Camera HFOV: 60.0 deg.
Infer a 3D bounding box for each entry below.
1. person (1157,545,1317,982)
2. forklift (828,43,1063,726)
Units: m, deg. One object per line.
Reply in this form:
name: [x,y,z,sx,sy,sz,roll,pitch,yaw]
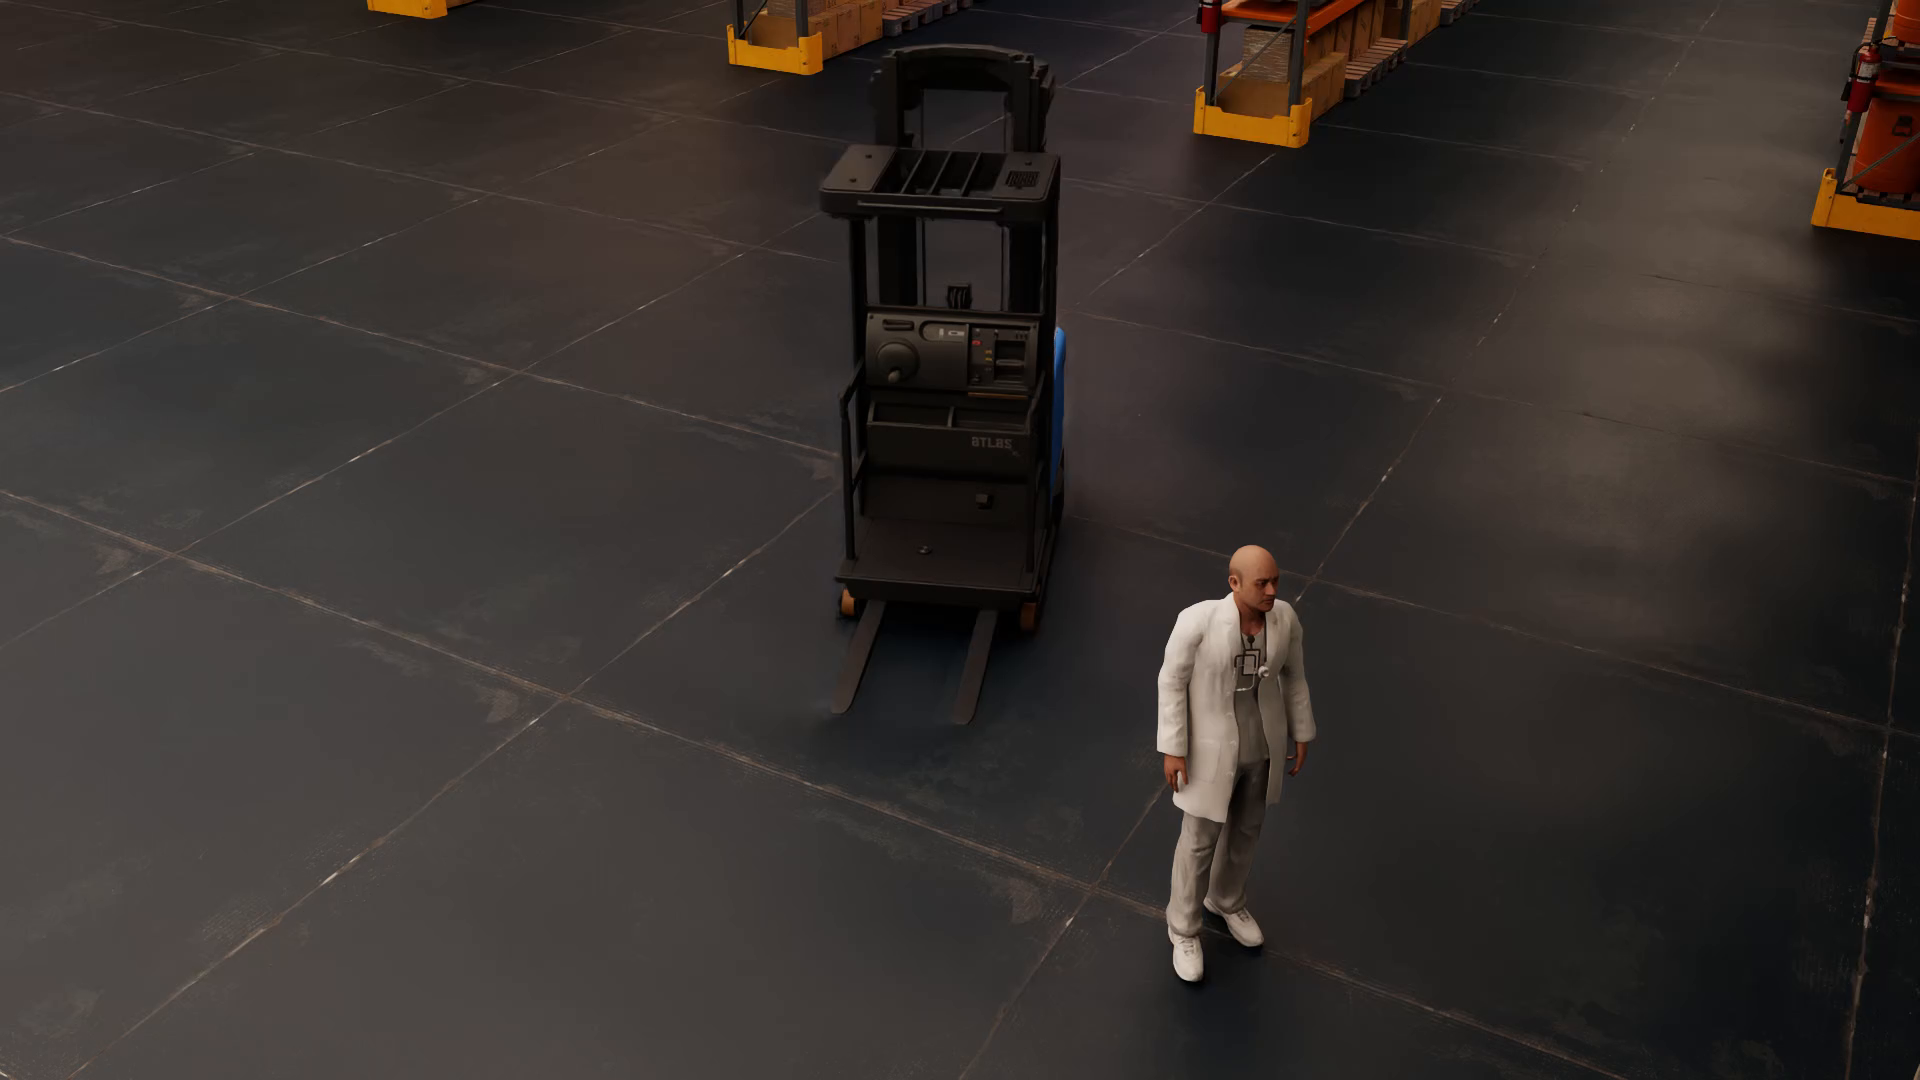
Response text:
person: [1.142,0.885,6.678,0.694,1.775,0.581,-9,31,-15]
forklift: [-0.046,-0.956,8.727,1.130,2.935,3.031,3,30,5]
